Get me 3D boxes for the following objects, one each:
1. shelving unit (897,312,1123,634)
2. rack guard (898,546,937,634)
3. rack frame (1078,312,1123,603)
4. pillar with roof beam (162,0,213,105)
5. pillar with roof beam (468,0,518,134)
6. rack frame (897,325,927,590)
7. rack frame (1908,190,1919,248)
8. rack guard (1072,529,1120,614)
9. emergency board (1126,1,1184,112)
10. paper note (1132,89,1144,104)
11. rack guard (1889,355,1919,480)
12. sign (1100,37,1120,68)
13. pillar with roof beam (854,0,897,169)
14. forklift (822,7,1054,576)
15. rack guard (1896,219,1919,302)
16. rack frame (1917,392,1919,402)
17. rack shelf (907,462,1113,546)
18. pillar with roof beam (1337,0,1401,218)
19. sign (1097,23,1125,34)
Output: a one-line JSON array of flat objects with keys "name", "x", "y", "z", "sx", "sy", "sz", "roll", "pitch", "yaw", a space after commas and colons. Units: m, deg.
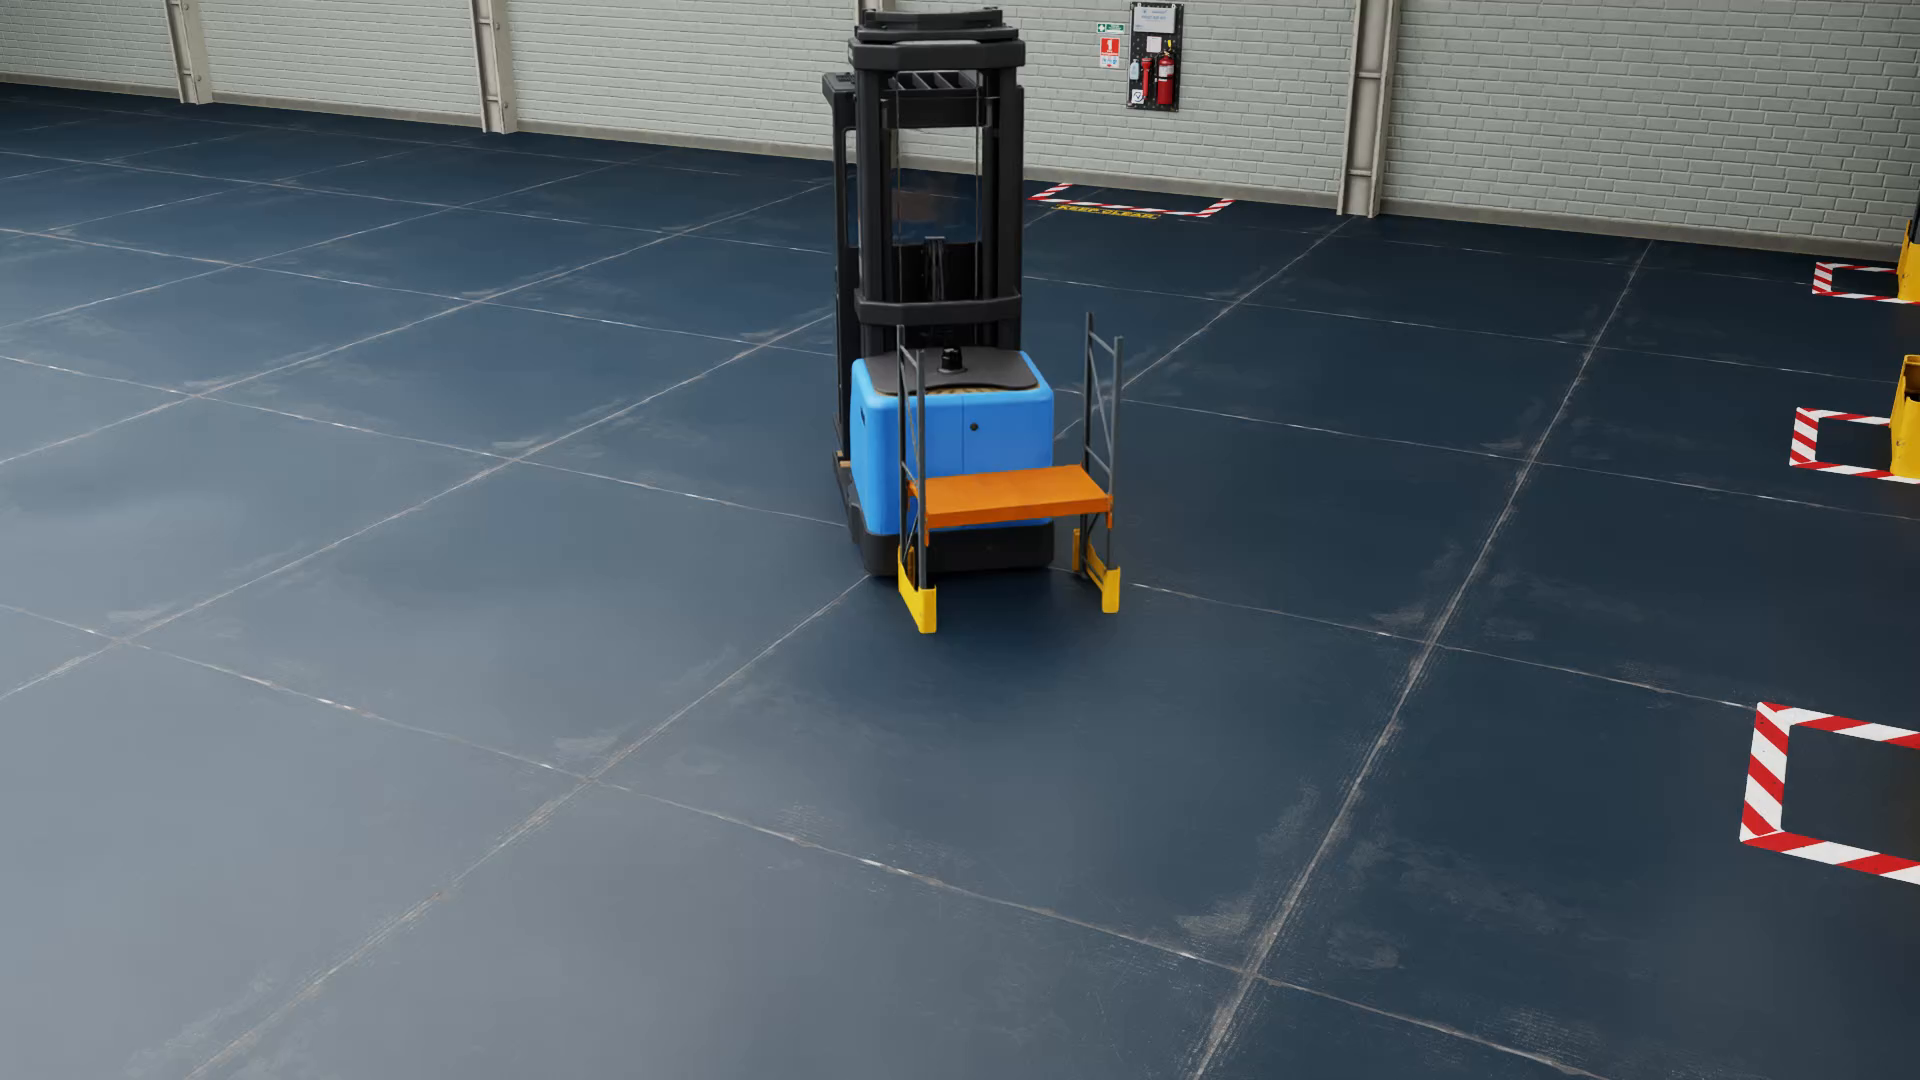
[{"name": "shelving unit", "x": 0.255, "y": -0.364, "z": 8.689, "sx": 1.083, "sy": 1.500, "sz": 0.587, "roll": -6, "pitch": 24, "yaw": -13}, {"name": "rack guard", "x": -0.228, "y": 0.259, "z": 8.822, "sx": 0.087, "sy": 0.250, "sz": 0.587, "roll": -6, "pitch": 24, "yaw": -13}, {"name": "rack frame", "x": 0.739, "y": -0.412, "z": 8.801, "sx": 0.032, "sy": 1.500, "sz": 0.500, "roll": -6, "pitch": 24, "yaw": -13}, {"name": "pillar with roof beam", "x": -13.670, "y": -9.372, "z": 20.289, "sx": 0.400, "sy": 9.000, "sz": 9.100, "roll": 11, "pitch": 25, "yaw": 25}, {"name": "pillar with roof beam", "x": -8.315, "y": -8.313, "z": 17.798, "sx": 0.400, "sy": 9.000, "sz": 9.100, "roll": 11, "pitch": 25, "yaw": 25}, {"name": "rack frame", "x": -0.247, "y": -0.315, "z": 8.573, "sx": 0.032, "sy": 1.500, "sz": 0.500, "roll": -6, "pitch": 24, "yaw": -13}, {"name": "rack frame", "x": 8.676, "y": -3.698, "z": 14.614, "sx": 0.127, "sy": 3.000, "sz": 1.000, "roll": 11, "pitch": 25, "yaw": 25}, {"name": "rack guard", "x": 0.738, "y": 0.164, "z": 9.046, "sx": 0.087, "sy": 0.250, "sz": 0.587, "roll": -6, "pitch": 24, "yaw": -13}, {"name": "emergency board", "x": 2.148, "y": -5.386, "z": 18.582, "sx": 0.643, "sy": 1.169, "sz": 0.194, "roll": 11, "pitch": 25, "yaw": 25}, {"name": "paper note", "x": 2.021, "y": -5.036, "z": 18.885, "sx": 0.142, "sy": 0.148, "sz": 0.016, "roll": 11, "pitch": 25, "yaw": 25}, {"name": "rack guard", "x": 6.423, "y": -0.822, "z": 11.043, "sx": 0.348, "sy": 0.500, "sz": 1.175, "roll": 11, "pitch": 25, "yaw": 25}, {"name": "sign", "x": 1.701, "y": -5.536, "z": 18.890, "sx": 0.234, "sy": 0.329, "sz": 0.001, "roll": 11, "pitch": 25, "yaw": 25}, {"name": "pillar with roof beam", "x": -2.961, "y": -7.253, "z": 15.307, "sx": 0.400, "sy": 9.000, "sz": 9.100, "roll": 11, "pitch": 25, "yaw": 25}, {"name": "forklift", "x": -0.219, "y": -1.697, "z": 9.995, "sx": 1.130, "sy": 2.935, "sz": 3.031, "roll": -4, "pitch": 23, "yaw": -8}, {"name": "rack guard", "x": 8.744, "y": -2.535, "z": 15.071, "sx": 0.348, "sy": 0.500, "sz": 1.175, "roll": 11, "pitch": 25, "yaw": 25}, {"name": "rack frame", "x": 6.444, "y": -1.968, "z": 10.544, "sx": 0.127, "sy": 3.000, "sz": 1.000, "roll": 11, "pitch": 25, "yaw": 25}, {"name": "rack shelf", "x": 0.246, "y": -0.197, "z": 8.758, "sx": 1.000, "sy": 0.185, "sz": 0.538, "roll": -6, "pitch": 24, "yaw": -13}, {"name": "pillar with roof beam", "x": 2.394, "y": -6.194, "z": 12.815, "sx": 0.400, "sy": 9.000, "sz": 9.100, "roll": 11, "pitch": 25, "yaw": 25}, {"name": "sign", "x": 1.701, "y": -5.776, "z": 18.777, "sx": 0.331, "sy": 0.109, "sz": 0.001, "roll": 11, "pitch": 25, "yaw": 25}]
